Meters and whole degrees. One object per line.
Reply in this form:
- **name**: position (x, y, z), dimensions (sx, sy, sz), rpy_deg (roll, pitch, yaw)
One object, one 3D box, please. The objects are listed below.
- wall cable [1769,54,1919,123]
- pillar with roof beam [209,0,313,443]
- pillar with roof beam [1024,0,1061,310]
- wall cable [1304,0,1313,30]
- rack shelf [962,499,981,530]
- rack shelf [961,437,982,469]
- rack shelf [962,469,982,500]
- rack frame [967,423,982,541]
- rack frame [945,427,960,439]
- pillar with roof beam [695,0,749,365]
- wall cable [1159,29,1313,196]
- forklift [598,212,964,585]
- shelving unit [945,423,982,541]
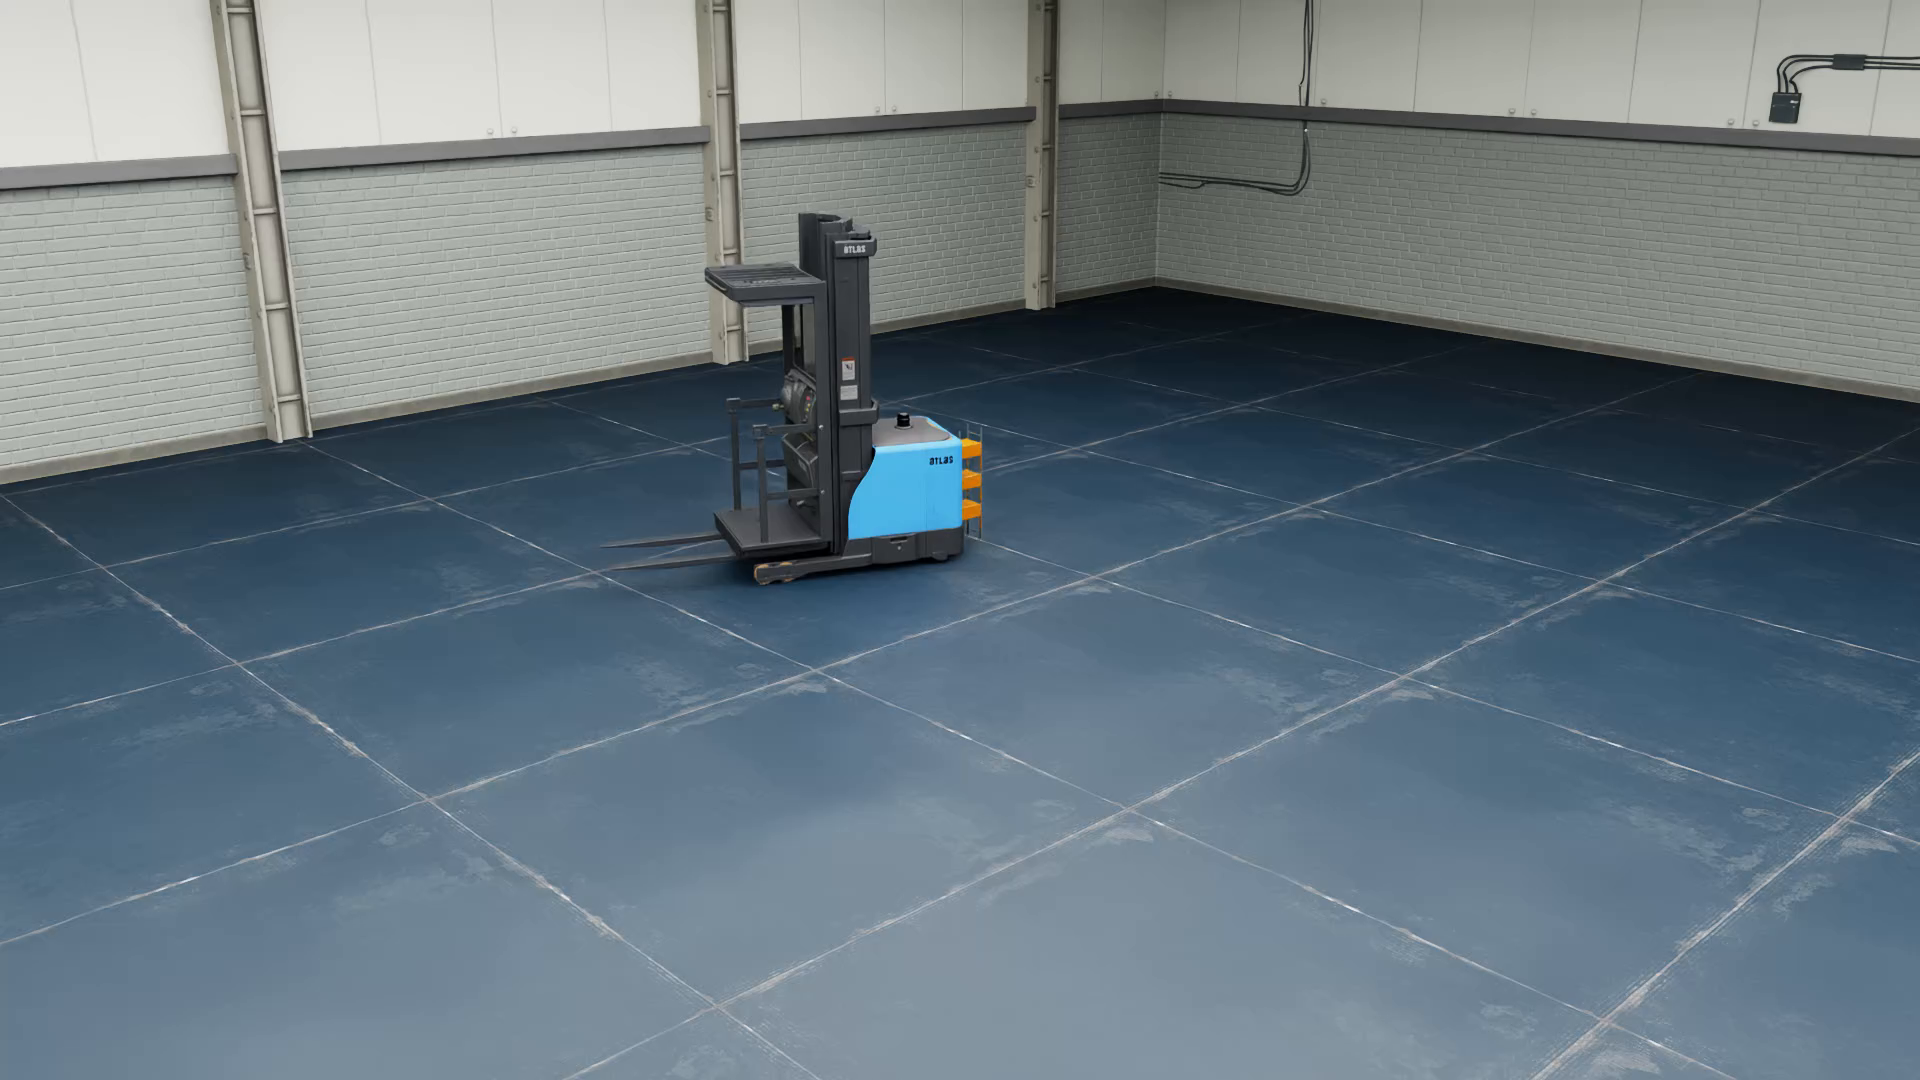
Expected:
- **wall cable**: position (10.824, -7.781, 18.878), dimensions (0.169, 6.003, 2.305), rpy_deg (-16, 24, -41)
- **pillar with roof beam**: position (-4.498, -4.458, 14.145), dimensions (0.400, 9.000, 9.100), rpy_deg (-16, 24, -41)
- **pillar with roof beam**: position (4.221, -7.001, 21.988), dimensions (0.400, 9.000, 9.100), rpy_deg (-16, 24, -41)
- **wall cable**: position (6.171, -8.613, 23.805), dimensions (0.112, 2.526, 3.097), rpy_deg (-16, 24, -41)
- **rack shelf**: position (0.032, -0.217, 14.887), dimensions (0.240, 0.259, 0.215), rpy_deg (-14, 22, -36)
- **rack shelf**: position (0.032, -0.751, 14.714), dimensions (0.240, 0.259, 0.215), rpy_deg (-14, 22, -36)
- **rack shelf**: position (0.032, -0.481, 14.802), dimensions (0.240, 0.259, 0.215), rpy_deg (-14, 22, -36)
- **rack frame**: position (0.128, -0.515, 14.870), dimensions (0.008, 1.050, 0.200), rpy_deg (-14, 22, -36)
- **rack frame**: position (-0.064, -0.468, 14.727), dimensions (0.008, 1.050, 0.200), rpy_deg (-14, 22, -36)
- **pillar with roof beam**: position (-0.138, -5.730, 18.066), dimensions (0.400, 9.000, 9.100), rpy_deg (-16, 24, -41)
- **wall cable**: position (4.313, -6.817, 26.454), dimensions (0.112, 2.526, 3.097), rpy_deg (-16, 24, -41)
- **forklift**: position (-1.538, -1.205, 13.950), dimensions (3.031, 2.935, 1.130), rpy_deg (-6, 19, -19)
- **shelving unit**: position (0.032, -0.491, 14.798), dimensions (0.252, 1.050, 0.215), rpy_deg (-14, 22, -36)
